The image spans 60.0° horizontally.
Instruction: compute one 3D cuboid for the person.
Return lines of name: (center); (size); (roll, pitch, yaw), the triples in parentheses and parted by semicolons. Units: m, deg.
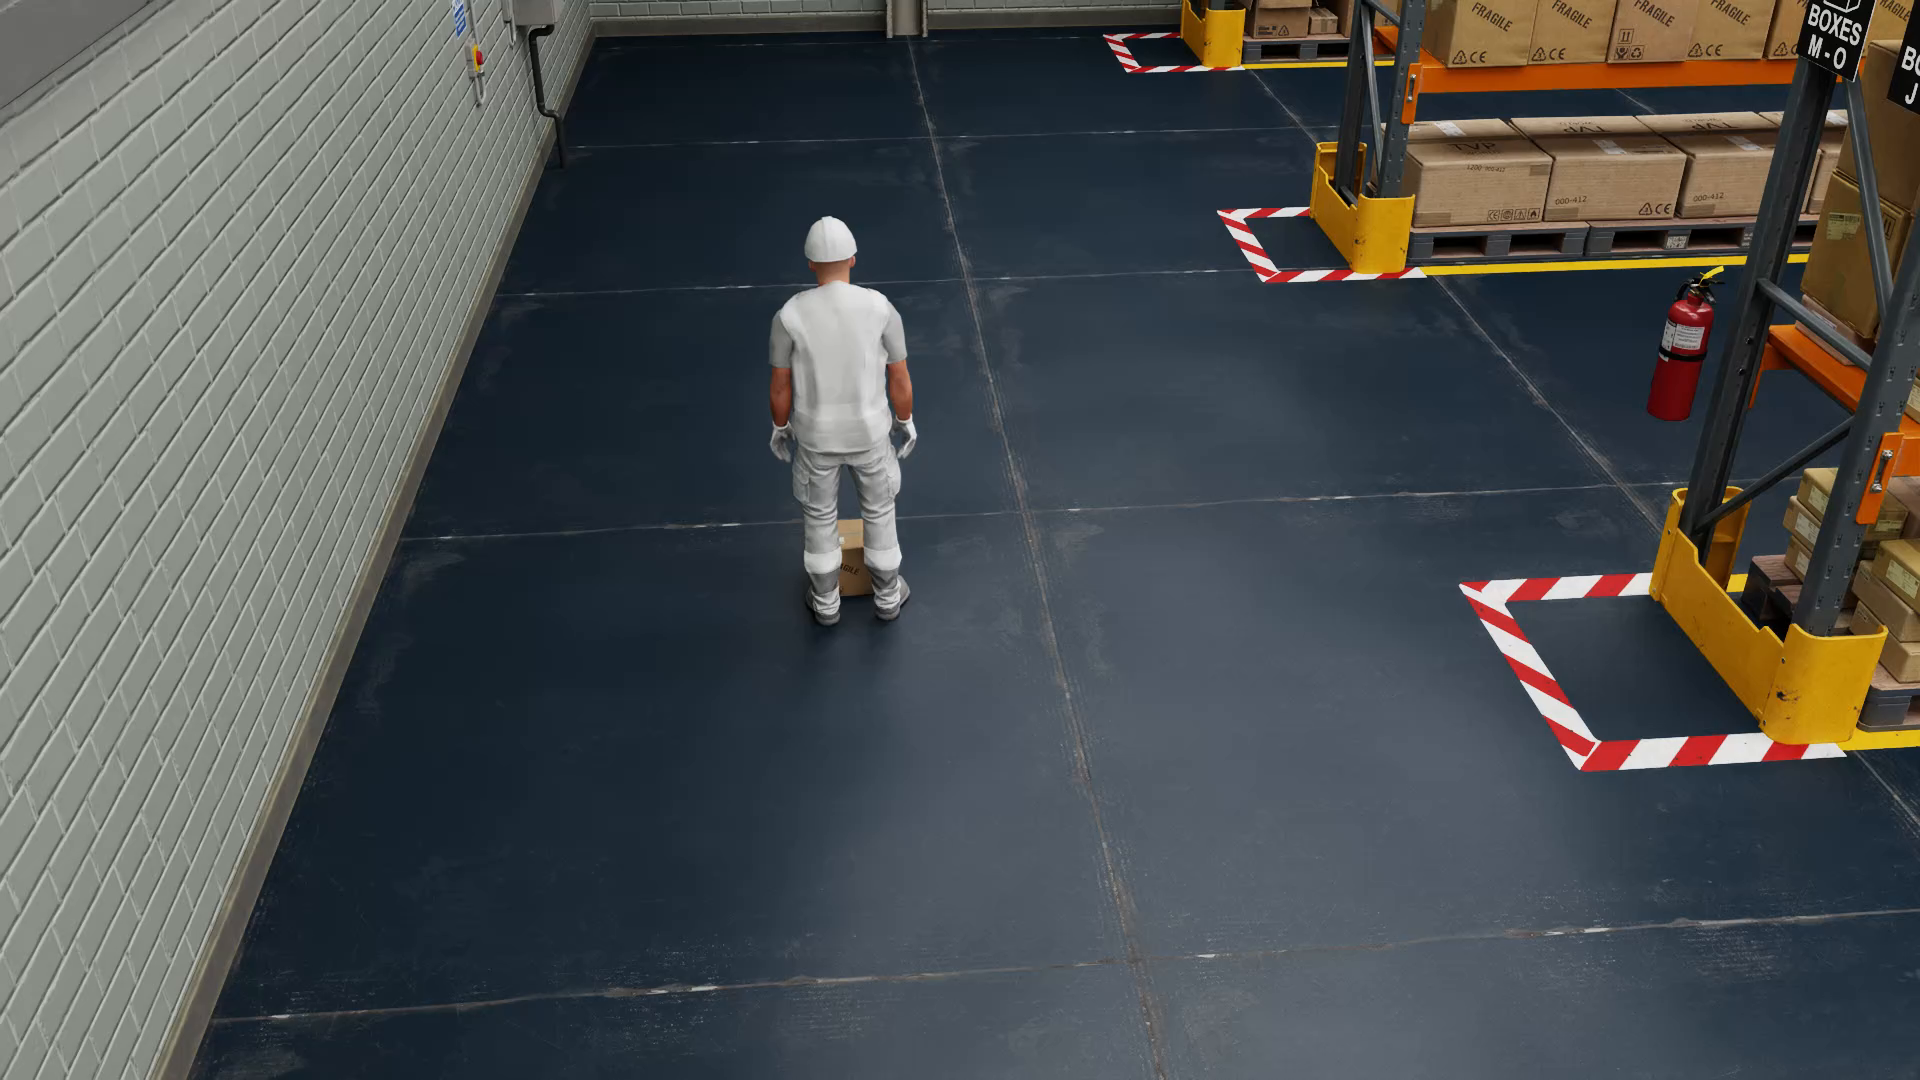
person: (-0.482, -0.458, 6.885); (0.608, 1.779, 0.451); (-3, 31, -4)
